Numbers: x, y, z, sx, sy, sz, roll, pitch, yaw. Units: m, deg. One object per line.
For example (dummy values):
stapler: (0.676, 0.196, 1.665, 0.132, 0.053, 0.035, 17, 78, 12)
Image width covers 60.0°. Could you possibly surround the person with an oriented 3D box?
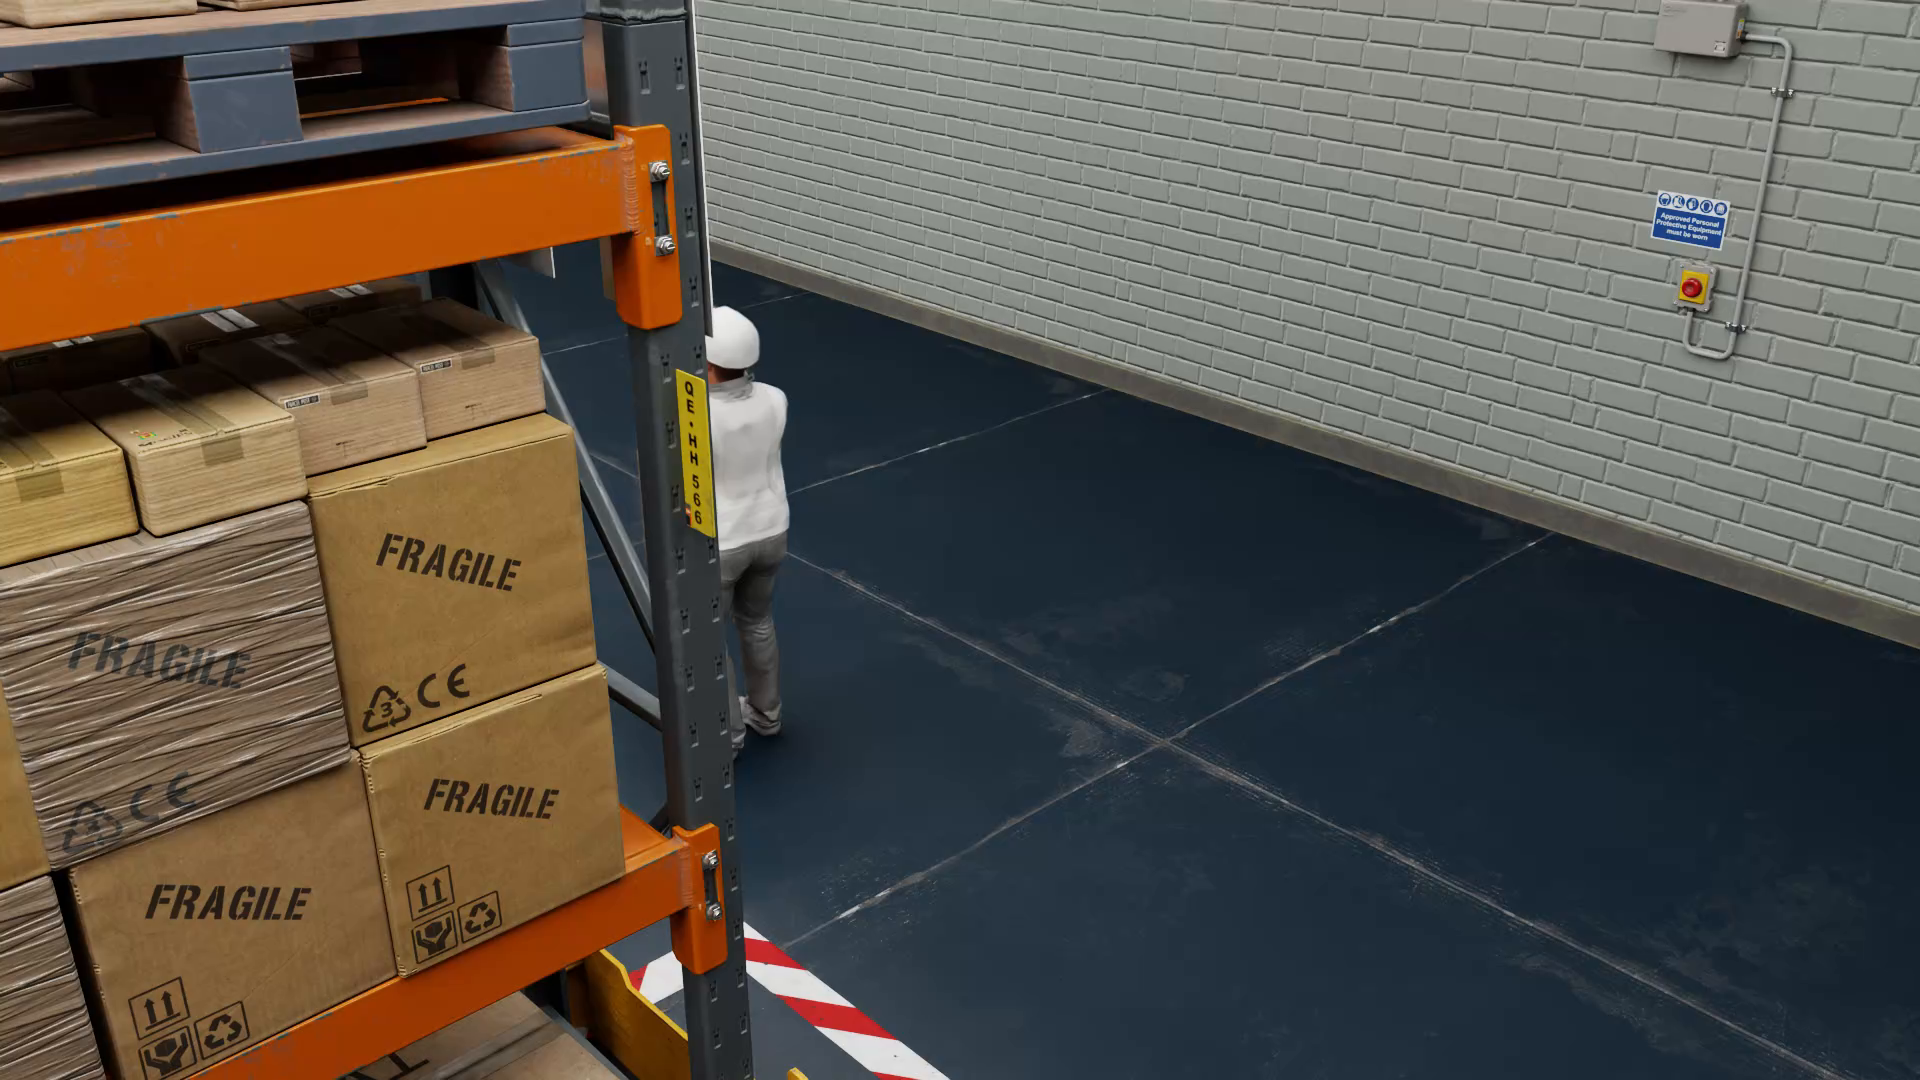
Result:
person: (-0.914, -0.041, 6.173, 0.494, 1.762, 0.554, -20, 31, -38)
